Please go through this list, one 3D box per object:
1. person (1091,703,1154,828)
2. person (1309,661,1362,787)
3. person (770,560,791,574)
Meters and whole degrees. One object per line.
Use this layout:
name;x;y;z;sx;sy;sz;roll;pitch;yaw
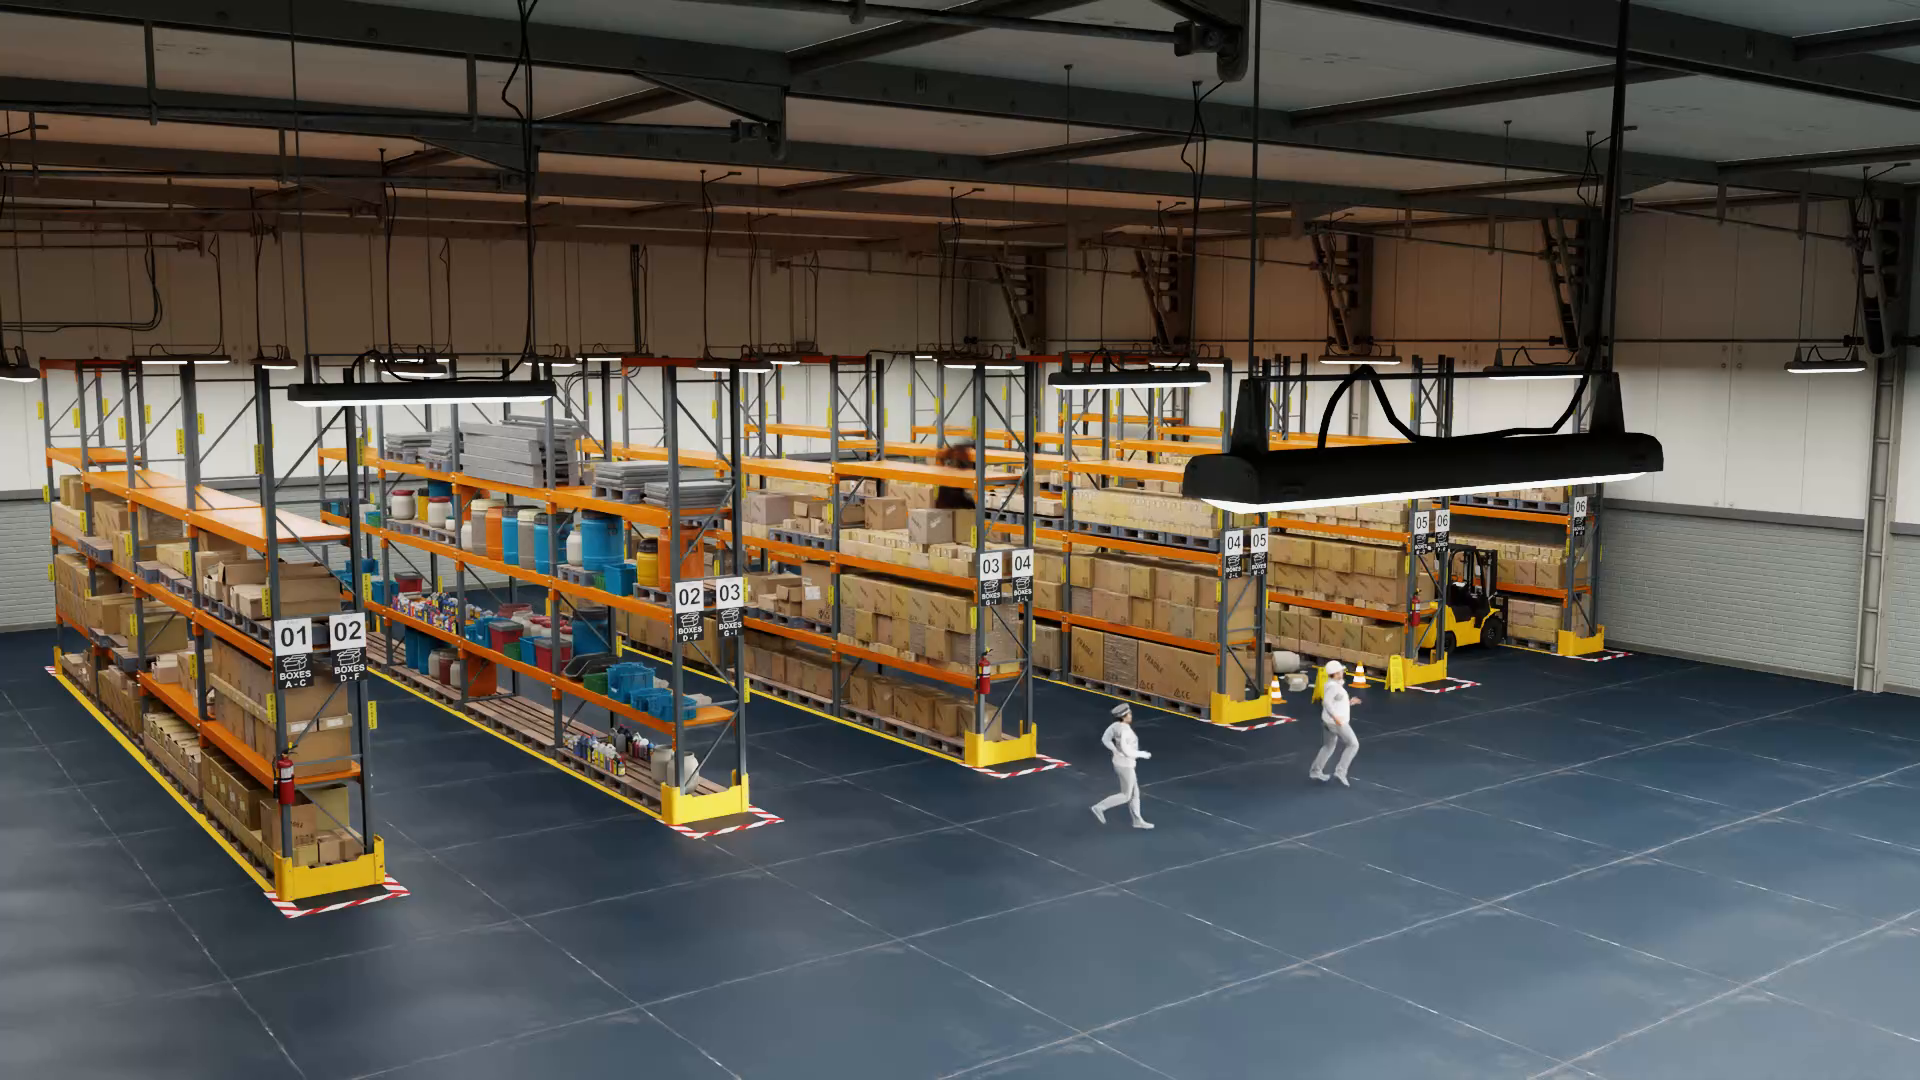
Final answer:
person;2.093;2.923;21.458;0.870;1.681;0.616;-1;7;-11
person;5.368;2.618;23.715;0.730;1.810;0.625;-1;7;-6
person;-4.641;0.380;42.217;1.041;1.776;0.708;-7;9;-43
